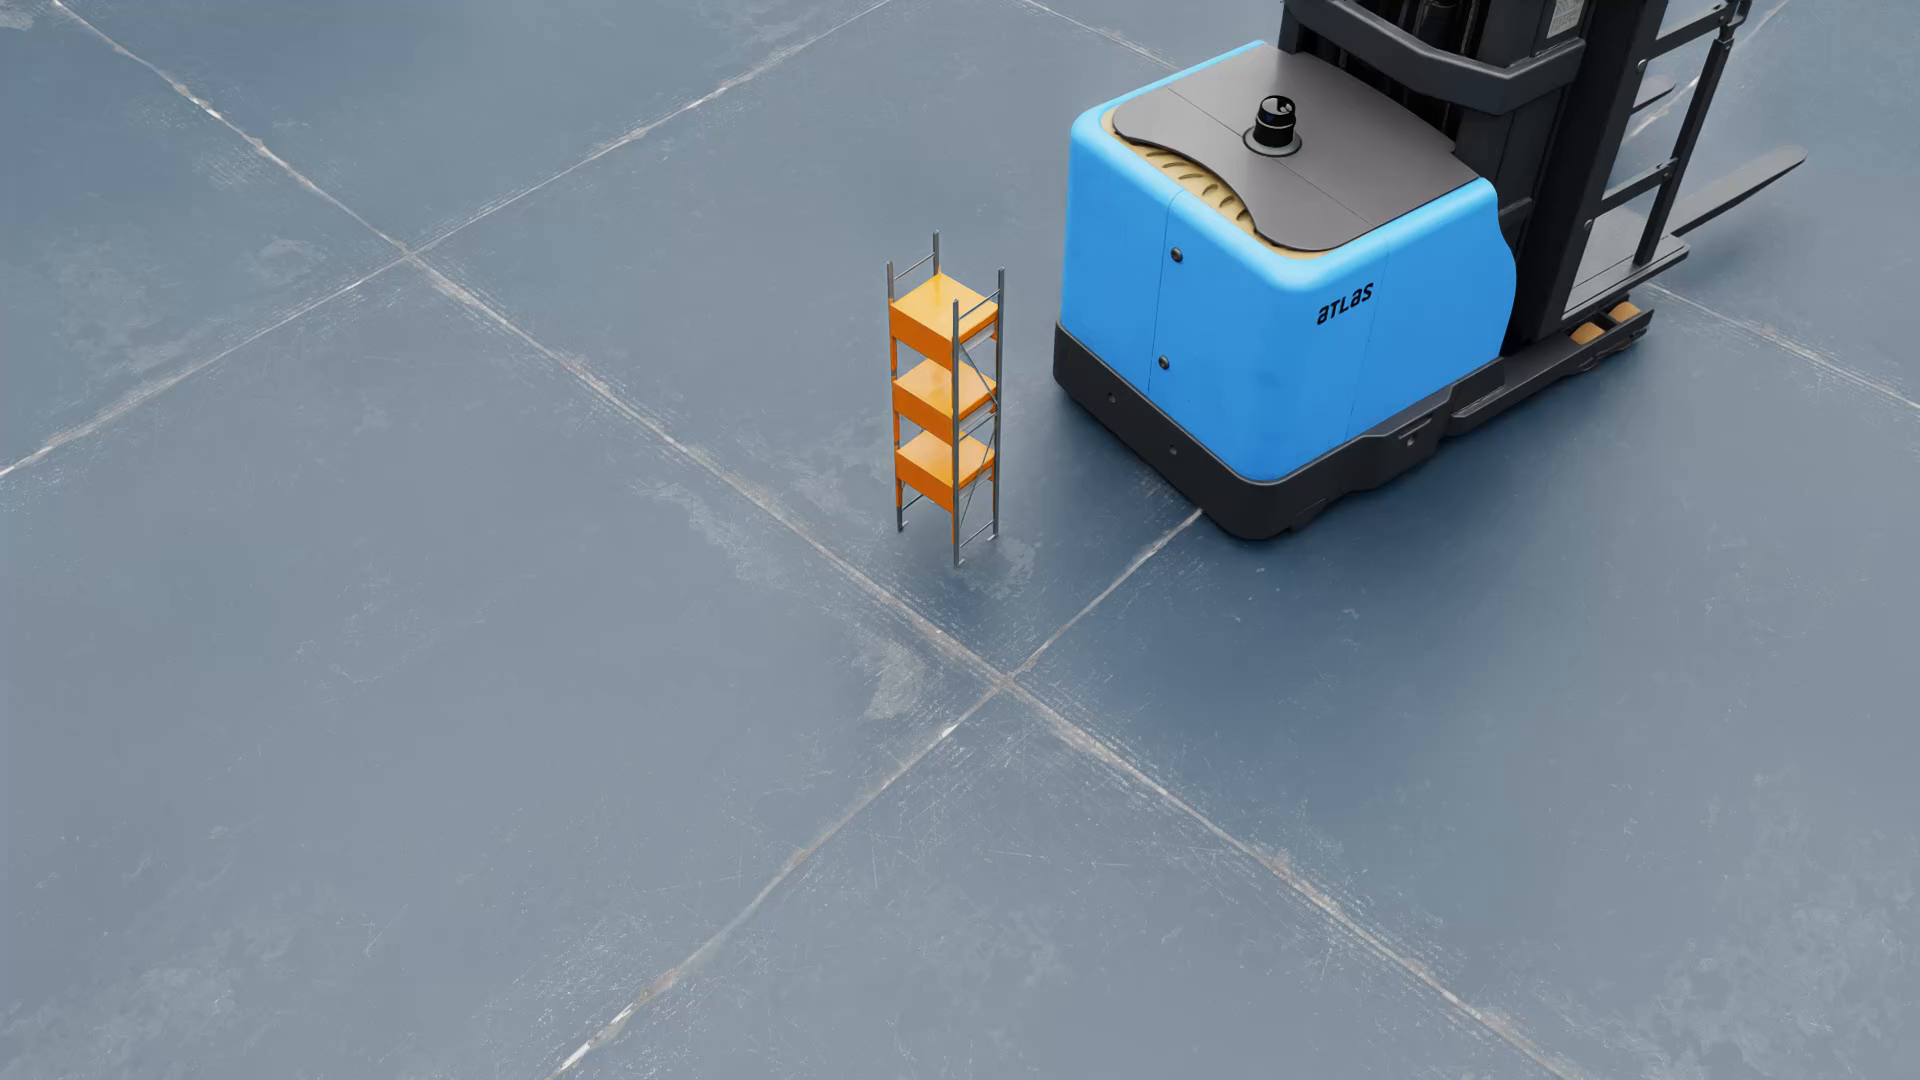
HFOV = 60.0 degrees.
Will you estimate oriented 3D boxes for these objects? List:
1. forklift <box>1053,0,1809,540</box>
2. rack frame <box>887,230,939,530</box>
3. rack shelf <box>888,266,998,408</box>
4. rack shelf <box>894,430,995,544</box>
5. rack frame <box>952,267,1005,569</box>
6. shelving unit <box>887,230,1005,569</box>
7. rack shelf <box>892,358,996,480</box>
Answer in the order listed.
[{"bbox_3d":[1.810,-1.879,5.004,3.031,2.935,1.130,-28,53,-24],"label":"forklift"},{"bbox_3d":[-0.129,-0.446,4.949,0.008,1.050,0.200,34,55,28],"label":"rack frame"},{"bbox_3d":[-0.039,-0.573,4.693,0.240,0.259,0.215,34,55,28],"label":"rack shelf"},{"bbox_3d":[-0.039,-0.188,5.102,0.240,0.259,0.215,34,55,28],"label":"rack shelf"},{"bbox_3d":[0.050,-0.325,4.835,0.008,1.050,0.200,34,55,28],"label":"rack frame"},{"bbox_3d":[-0.039,-0.386,4.892,0.252,1.050,0.215,34,55,28],"label":"shelving unit"},{"bbox_3d":[-0.039,-0.379,4.900,0.240,0.259,0.215,34,55,28],"label":"rack shelf"}]
